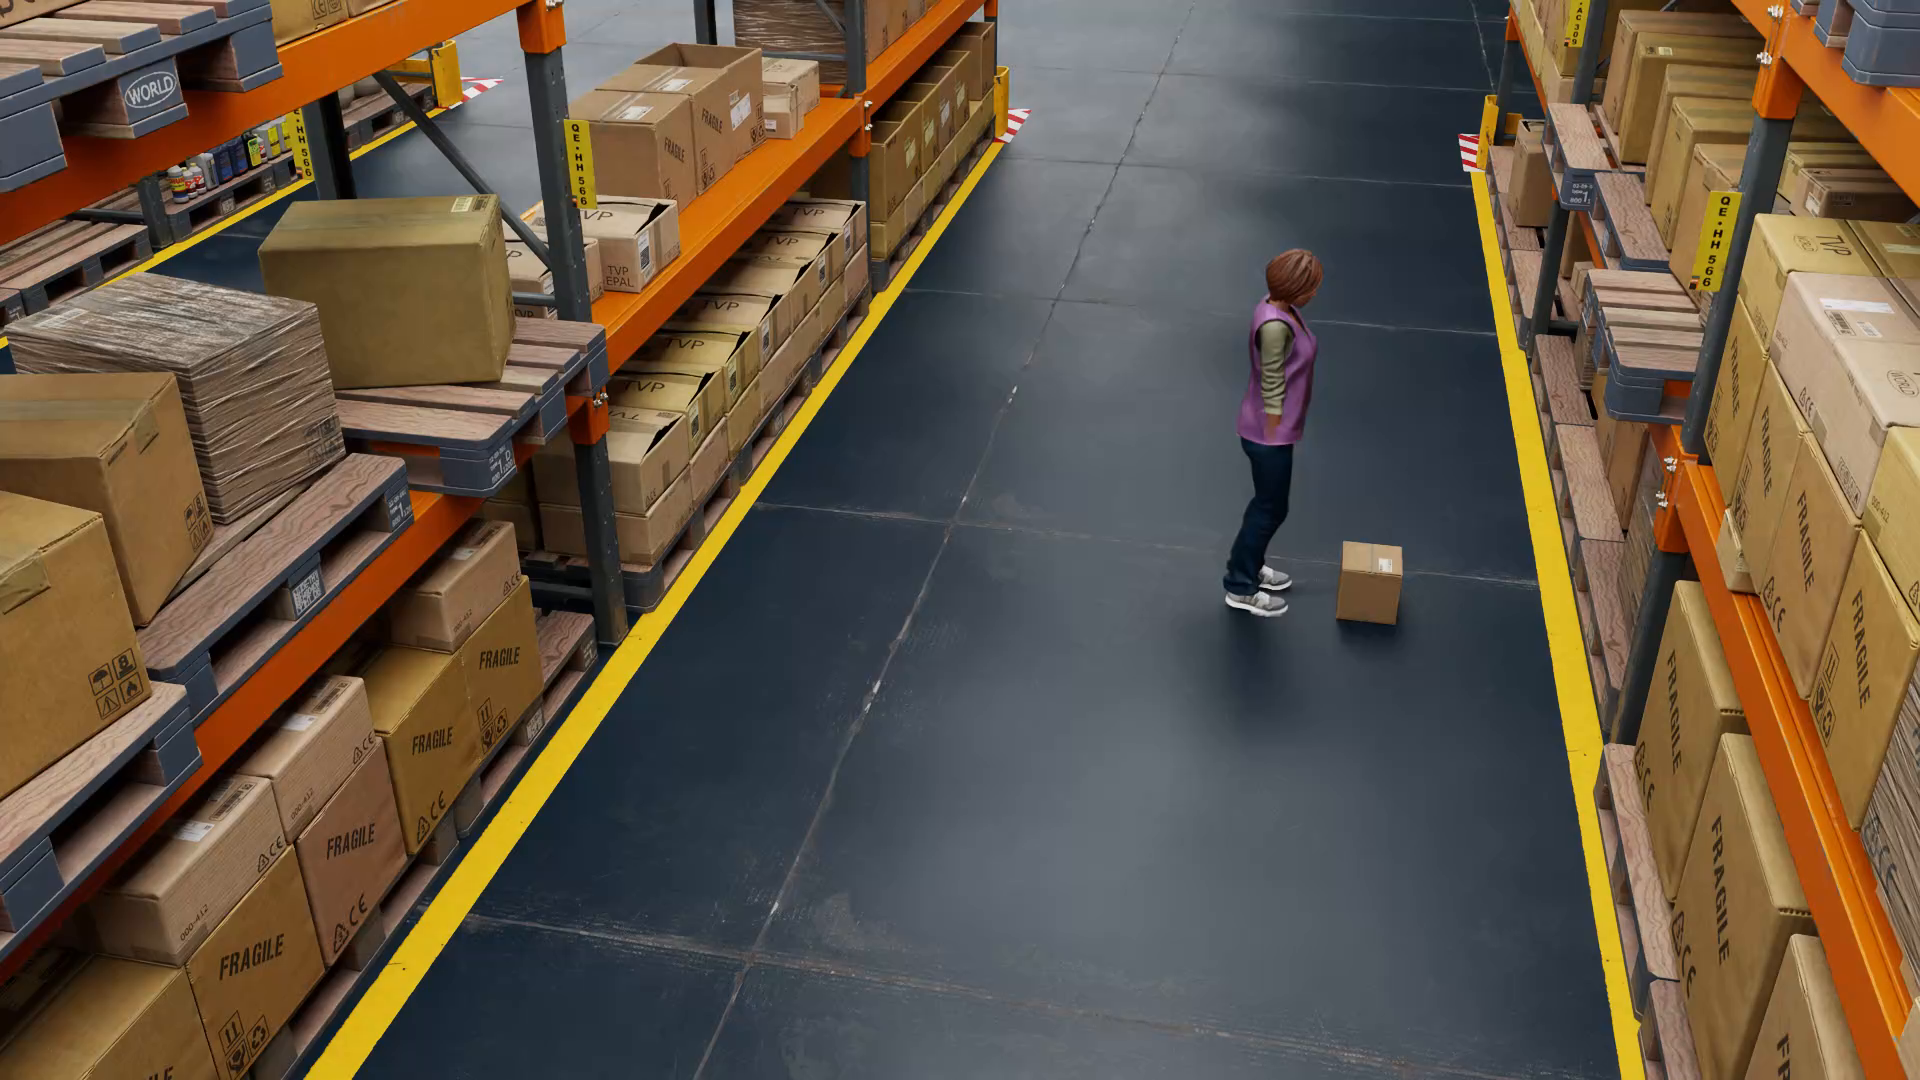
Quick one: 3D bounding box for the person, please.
[{"bbox_3d":[1.308,-0.460,6.970,0.300,1.593,0.408,7,30,12],"label":"person"}]
